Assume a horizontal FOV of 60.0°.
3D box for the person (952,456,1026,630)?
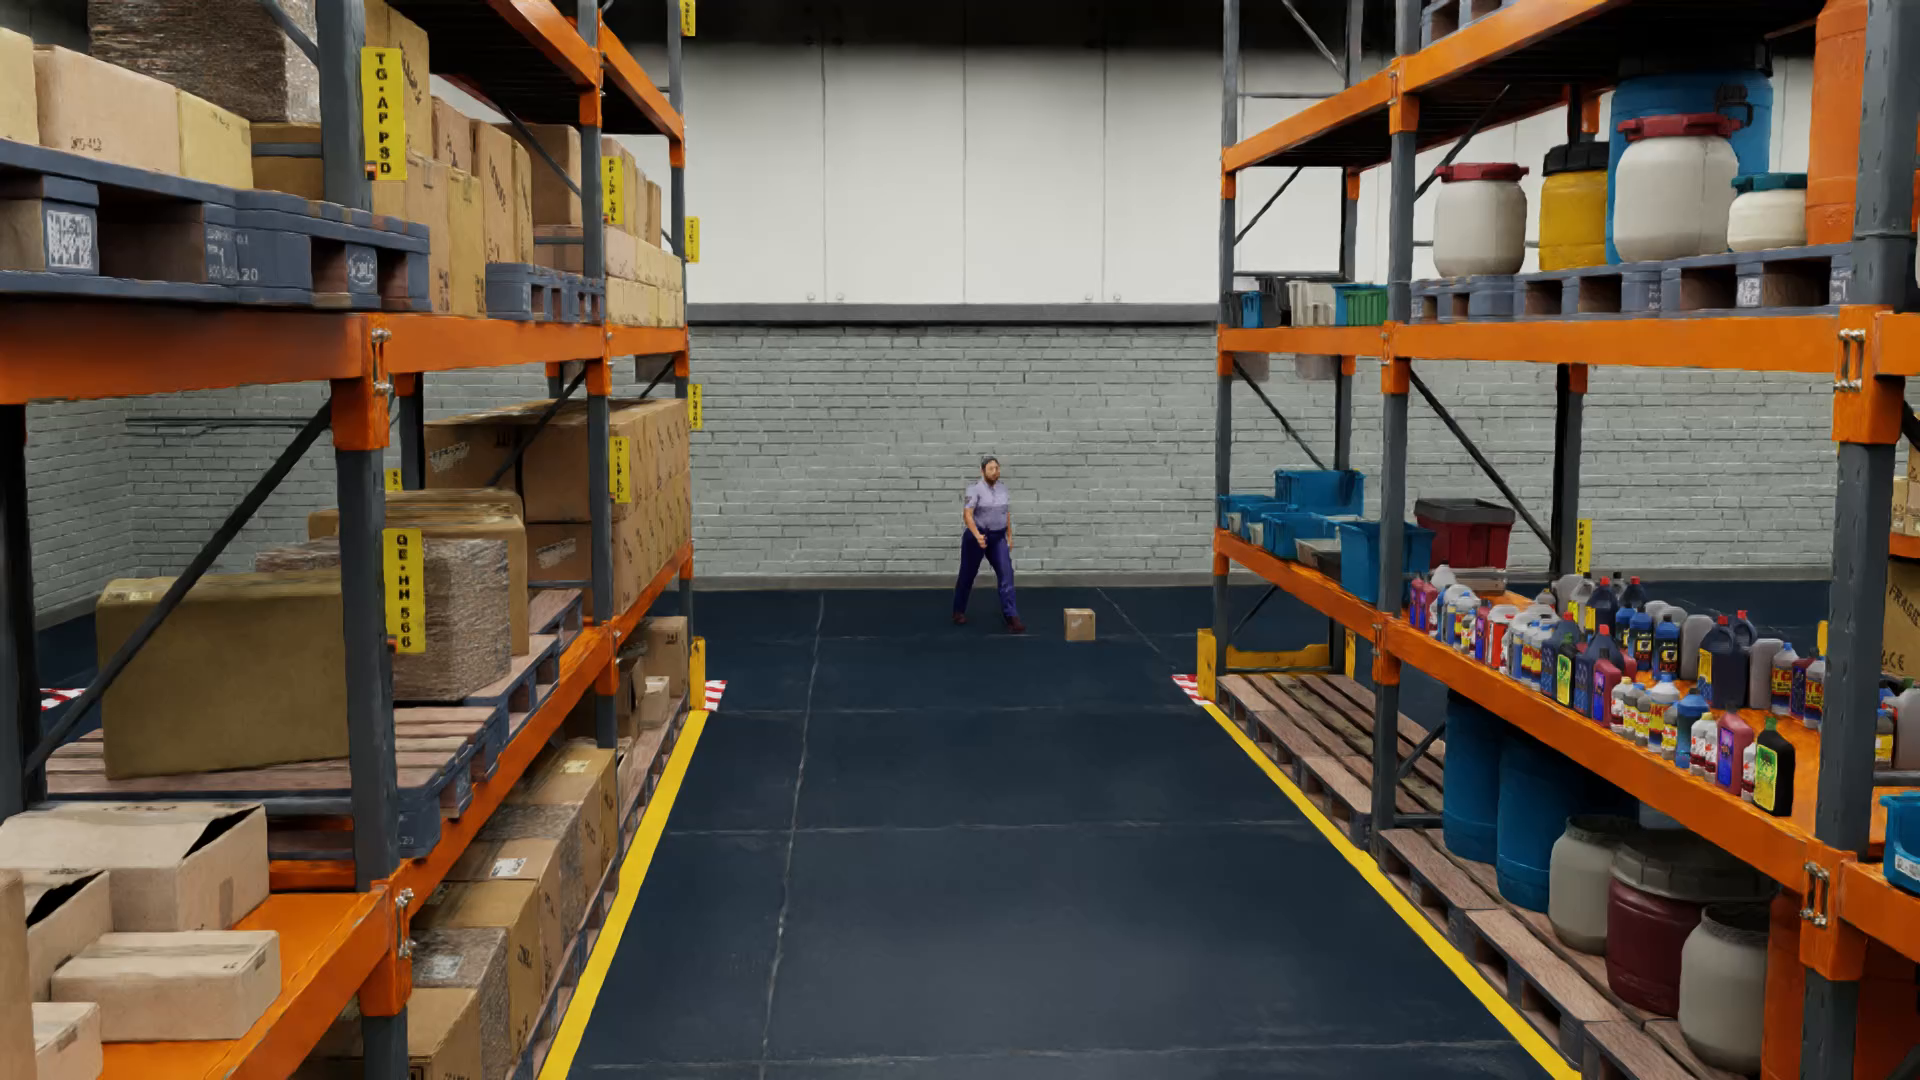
[{"bbox_3d":[0.312,0.014,15.687,0.629,1.599,0.940,-4,8,-30],"label":"person"}]
